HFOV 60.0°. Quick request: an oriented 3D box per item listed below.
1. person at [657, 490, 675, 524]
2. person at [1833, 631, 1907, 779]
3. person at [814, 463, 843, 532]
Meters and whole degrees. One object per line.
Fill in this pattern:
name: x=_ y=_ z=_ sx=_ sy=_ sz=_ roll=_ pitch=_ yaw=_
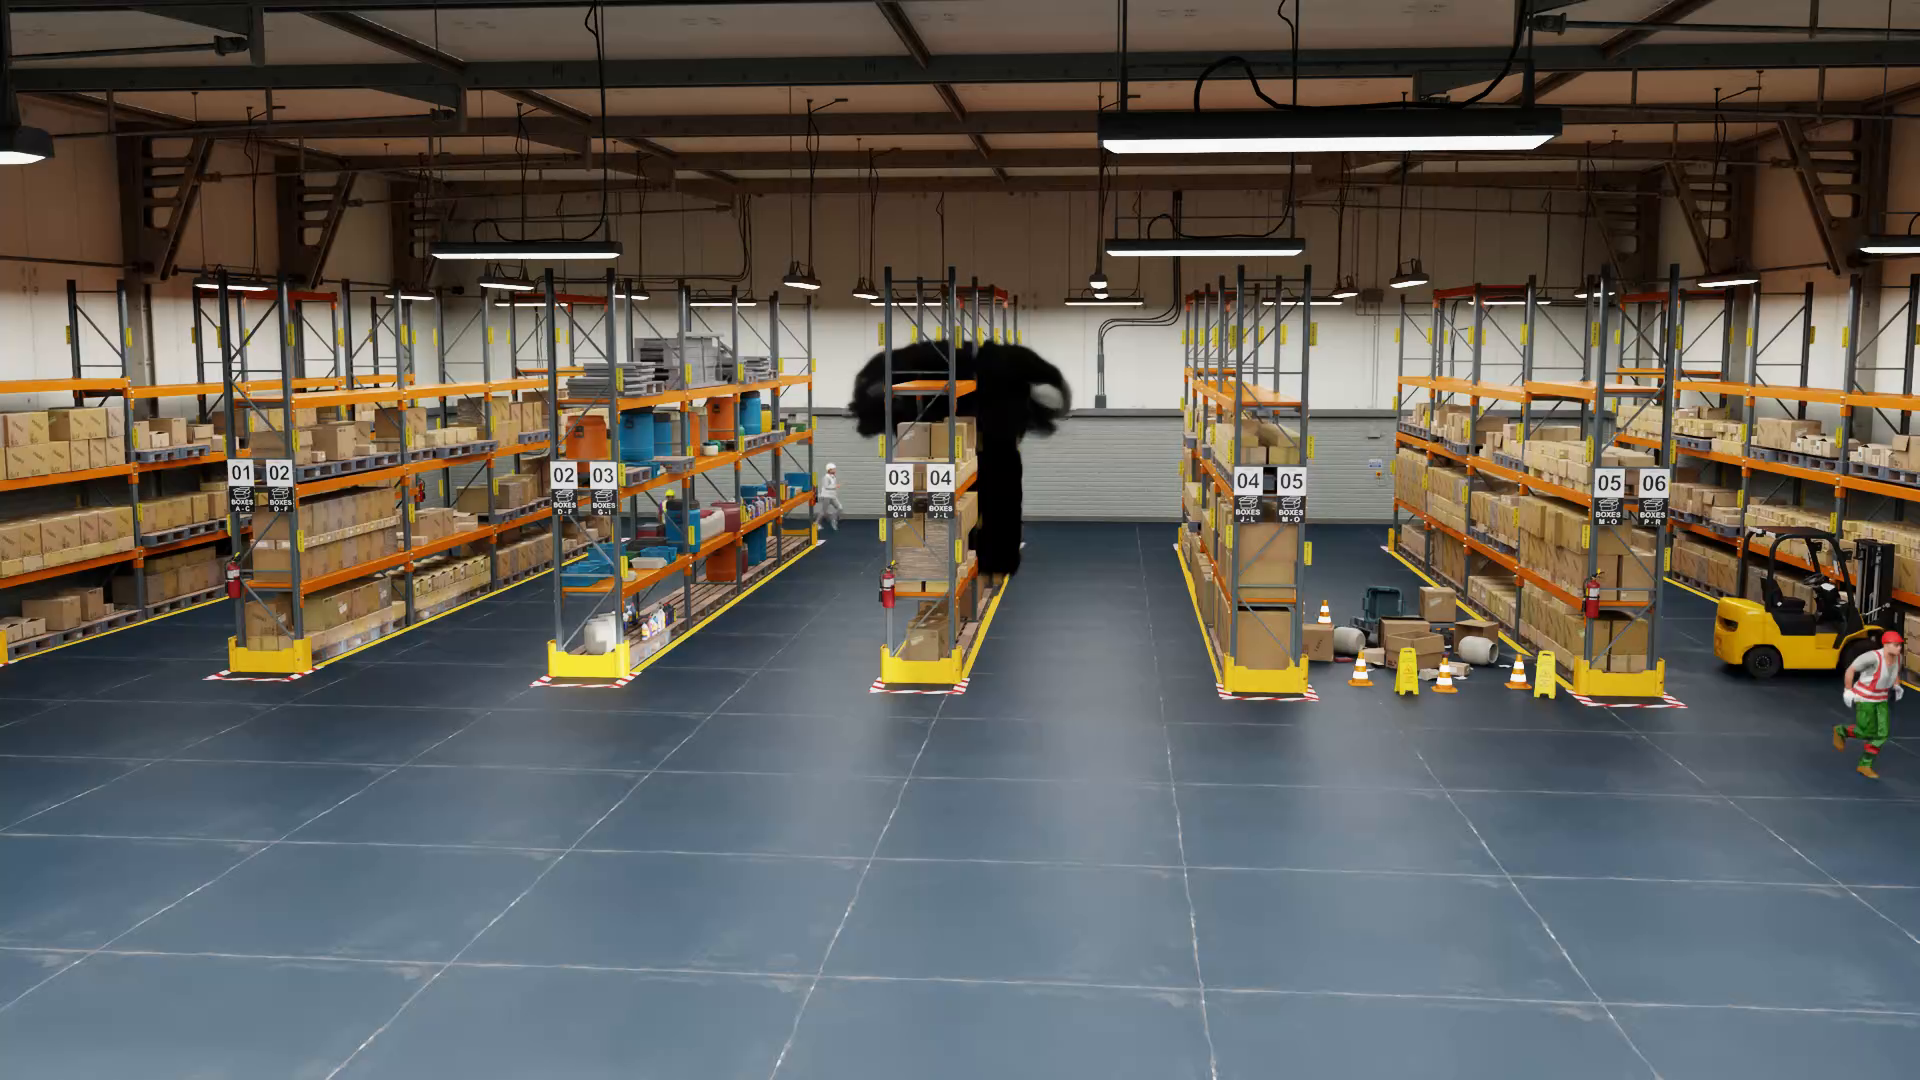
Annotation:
person: x=-6.241 y=-0.283 z=36.015 sx=0.679 sy=1.639 sz=0.970 roll=0 pitch=7 yaw=3
person: x=10.480 y=1.853 z=19.176 sx=0.655 sy=1.717 sz=0.846 roll=-3 pitch=7 yaw=-21
person: x=-3.407 y=-1.092 z=43.023 sx=0.831 sy=1.792 sz=0.680 roll=2 pitch=7 yaw=19
